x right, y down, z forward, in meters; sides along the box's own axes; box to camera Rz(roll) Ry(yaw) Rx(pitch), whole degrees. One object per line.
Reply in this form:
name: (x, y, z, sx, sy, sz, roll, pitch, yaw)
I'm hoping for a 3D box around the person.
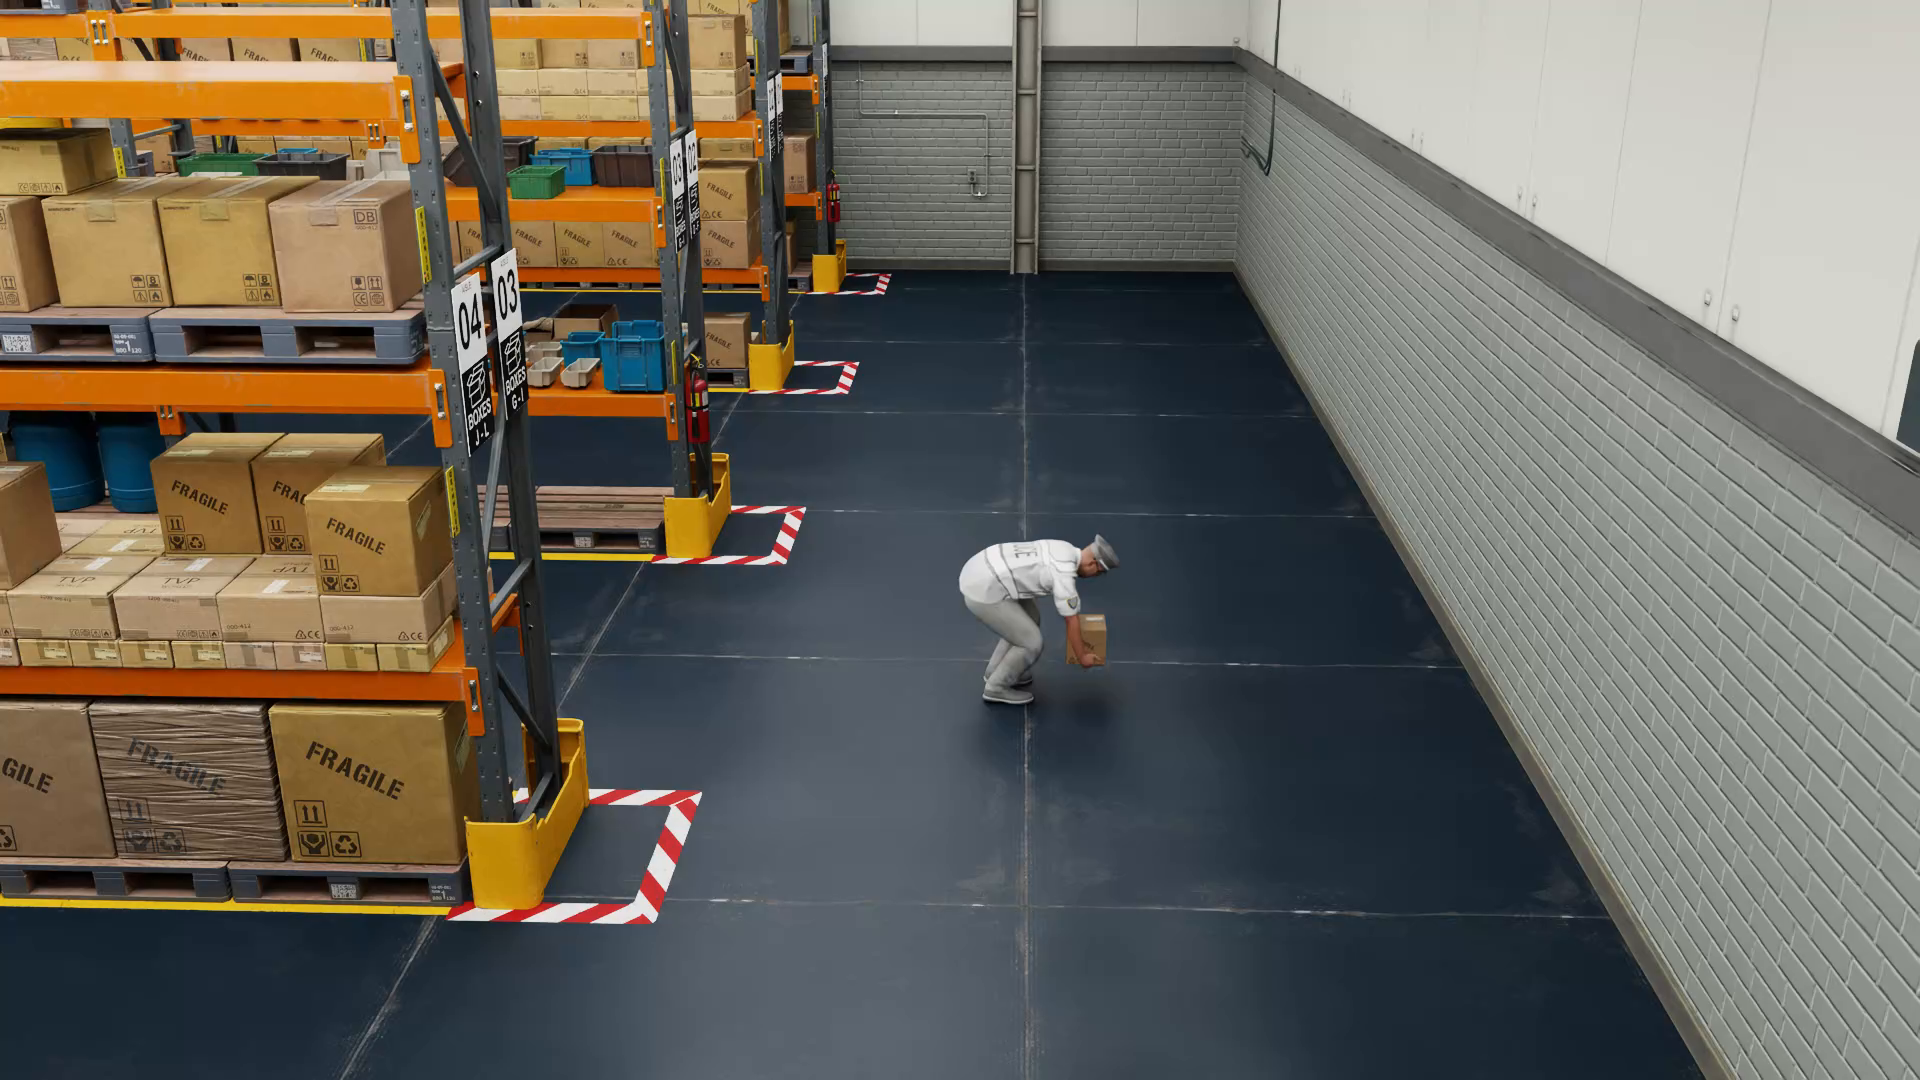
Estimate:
person: (0.513, 0.492, 10.726, 1.034, 1.077, 0.536, 0, 21, -1)
